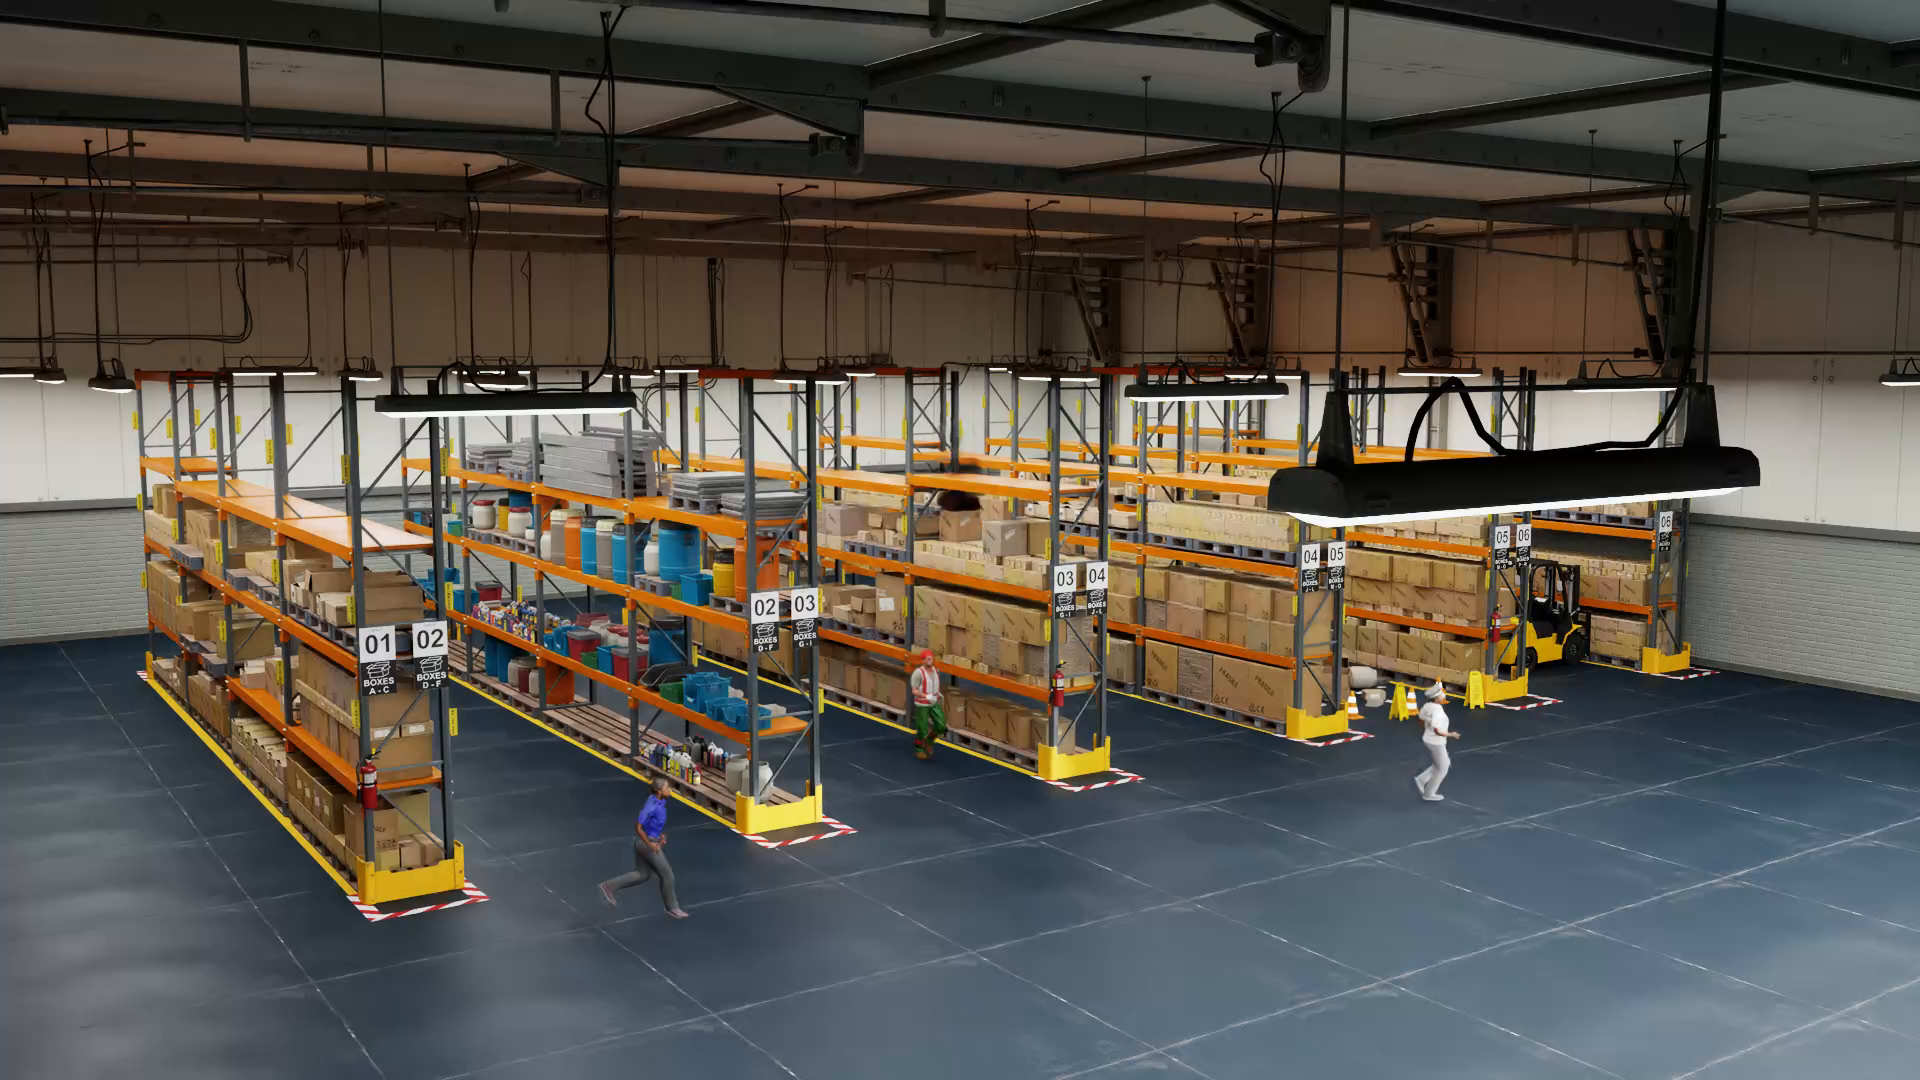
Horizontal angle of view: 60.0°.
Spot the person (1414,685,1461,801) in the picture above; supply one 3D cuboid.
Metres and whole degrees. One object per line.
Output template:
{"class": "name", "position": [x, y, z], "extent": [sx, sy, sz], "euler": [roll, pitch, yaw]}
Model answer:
{"class": "person", "position": [6.751, 2.858, 23.498], "extent": [0.568, 1.654, 0.570], "euler": [0, 6, -1]}

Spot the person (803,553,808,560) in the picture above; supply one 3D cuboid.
{"class": "person", "position": [-3.532, 1.159, 38.509], "extent": [0.576, 1.676, 0.850], "euler": [-4, 7, -29]}

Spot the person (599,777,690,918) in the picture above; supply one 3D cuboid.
{"class": "person", "position": [-3.535, 3.458, 18.552], "extent": [0.996, 1.654, 0.575], "euler": [-1, 7, -10]}

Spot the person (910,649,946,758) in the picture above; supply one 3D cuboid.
{"class": "person", "position": [-0.465, 2.548, 25.738], "extent": [0.654, 1.737, 0.710], "euler": [-5, 8, -35]}
